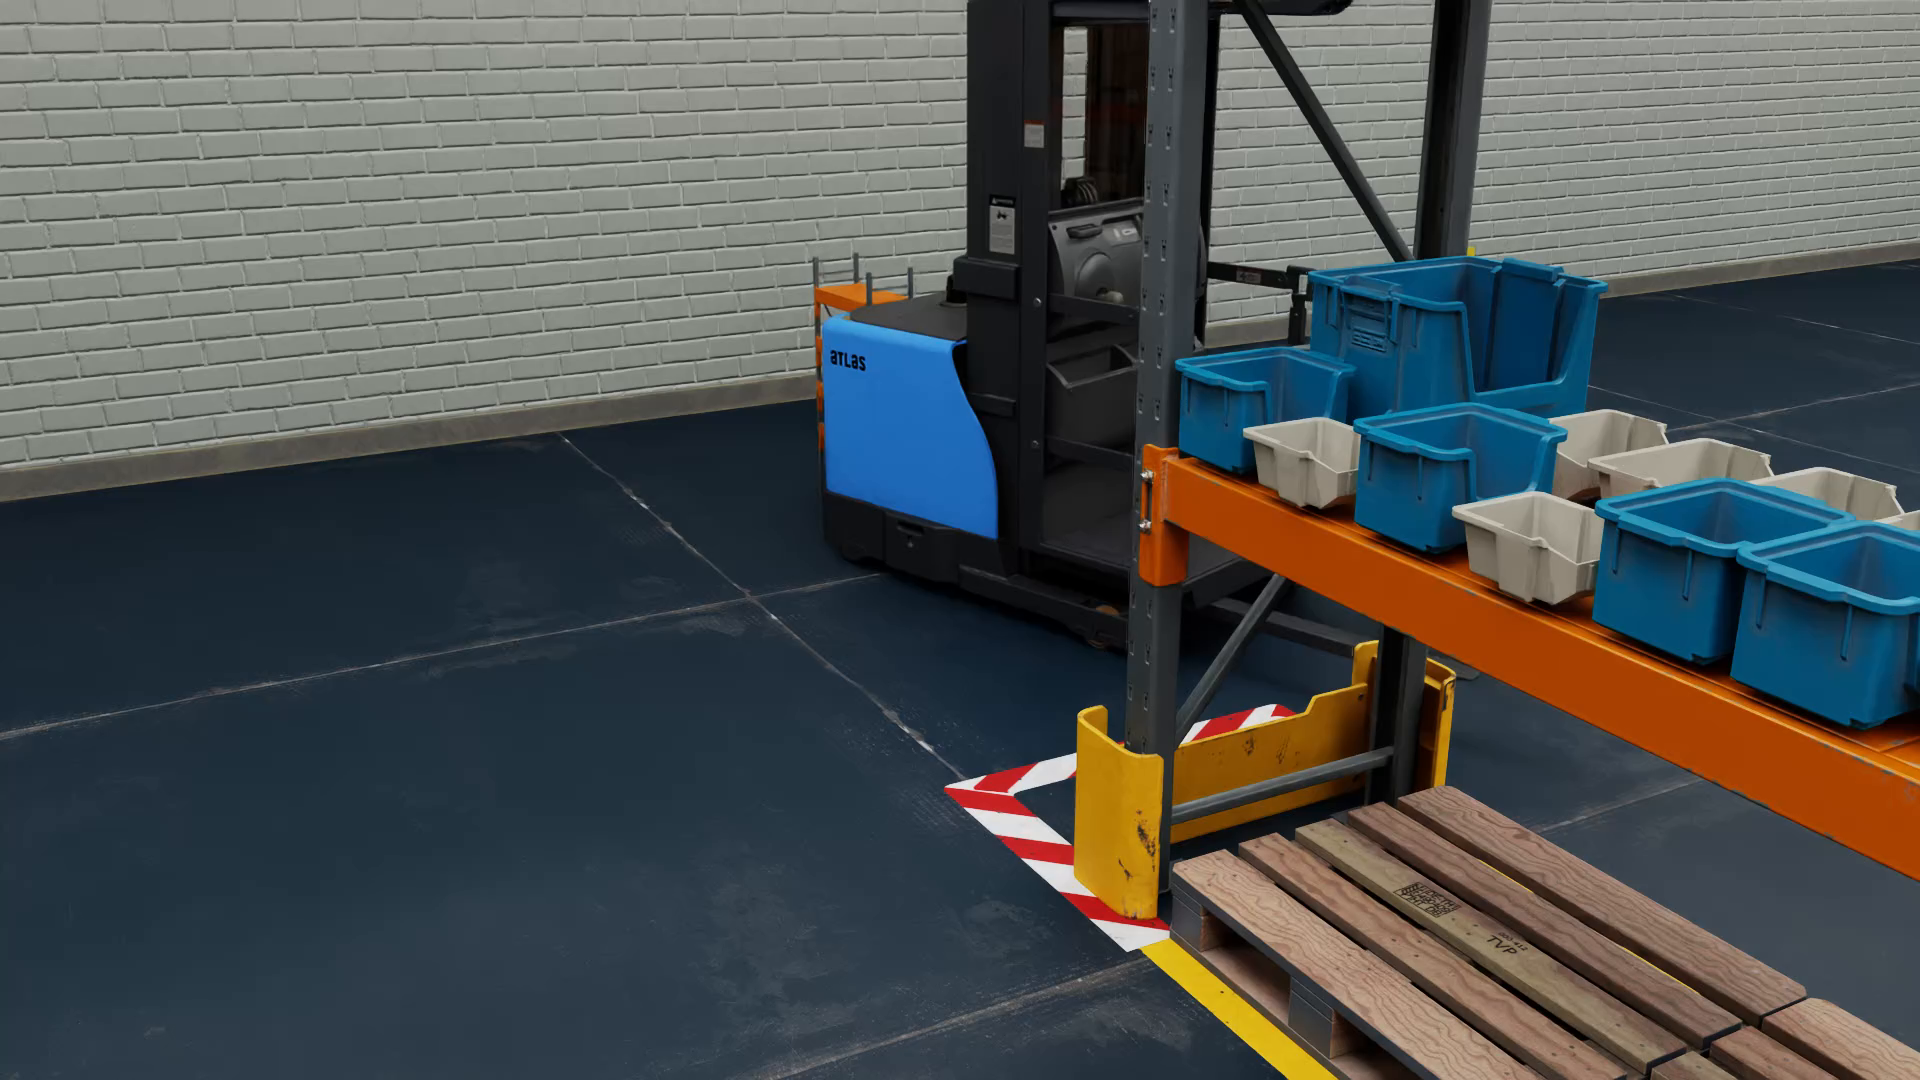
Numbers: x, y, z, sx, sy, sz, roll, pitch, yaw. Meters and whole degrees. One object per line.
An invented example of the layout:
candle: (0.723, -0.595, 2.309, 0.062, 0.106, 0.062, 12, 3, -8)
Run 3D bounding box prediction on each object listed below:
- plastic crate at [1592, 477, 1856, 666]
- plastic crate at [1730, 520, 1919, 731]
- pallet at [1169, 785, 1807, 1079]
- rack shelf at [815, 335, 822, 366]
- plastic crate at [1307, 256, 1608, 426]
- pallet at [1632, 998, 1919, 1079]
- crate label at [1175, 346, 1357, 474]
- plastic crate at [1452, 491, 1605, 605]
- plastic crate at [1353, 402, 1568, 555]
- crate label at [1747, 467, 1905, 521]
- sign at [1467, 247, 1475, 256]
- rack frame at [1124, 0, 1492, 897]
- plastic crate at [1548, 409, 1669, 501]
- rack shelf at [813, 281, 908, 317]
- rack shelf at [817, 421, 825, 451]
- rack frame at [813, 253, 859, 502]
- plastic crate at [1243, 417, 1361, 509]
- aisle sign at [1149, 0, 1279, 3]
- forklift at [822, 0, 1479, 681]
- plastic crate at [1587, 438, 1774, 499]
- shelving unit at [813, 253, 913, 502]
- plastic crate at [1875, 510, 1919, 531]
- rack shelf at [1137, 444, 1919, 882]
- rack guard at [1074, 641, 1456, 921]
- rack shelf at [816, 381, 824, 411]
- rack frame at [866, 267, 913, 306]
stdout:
plastic crate: (1.378, 0.056, 3.035, 0.416, 0.233, 0.300, -10, 21, -27)
plastic crate: (1.520, 0.142, 2.786, 0.416, 0.233, 0.300, -10, 21, -27)
pallet: (1.282, 1.066, 4.218, 1.003, 0.211, 1.213, -10, 21, -27)
rack shelf: (-0.451, -0.861, 7.807, 0.258, 0.148, 0.480, -12, 23, -32)
plastic crate: (1.248, -0.473, 4.256, 0.616, 0.435, 0.499, -10, 21, -27)
pallet: (1.858, 1.416, 3.204, 1.003, 0.211, 1.213, -10, 21, -27)
crate label: (0.753, -0.322, 4.131, 0.416, 0.233, 0.303, -10, 21, -27)
plastic crate: (1.154, 0.023, 3.278, 0.250, 0.136, 0.298, -10, 21, -27)
plastic crate: (1.065, -0.133, 3.583, 0.416, 0.233, 0.300, -10, 21, -27)
crate label: (1.750, -0.031, 3.434, 0.396, 0.136, 0.243, -10, 21, -27)
sign: (1.401, -0.662, 4.700, 0.100, 0.325, 0.005, -10, 21, -27)
rack frame: (0.925, -0.495, 4.466, 1.000, 3.000, 0.127, -10, 21, -27)
plastic crate: (1.472, -0.192, 3.902, 0.396, 0.136, 0.243, -10, 21, -27)
rack shelf: (-0.451, -1.085, 7.730, 0.258, 0.148, 0.480, -12, 23, -32)
rack shelf: (-0.451, -0.462, 7.945, 0.258, 0.148, 0.480, -12, 23, -32)
rack frame: (-0.587, -0.779, 8.050, 0.240, 1.200, 0.015, -12, 23, -32)
plastic crate: (0.832, -0.172, 3.842, 0.250, 0.136, 0.298, -10, 21, -27)
aisle sign: (0.629, -1.698, 3.969, 0.394, 0.787, 0.004, -10, 21, -27)
forklift: (0.823, -1.117, 6.374, 3.031, 2.935, 1.130, 16, 25, 39)
plastic crate: (1.597, -0.107, 3.655, 0.396, 0.136, 0.243, -10, 21, -27)
shelving unit: (-0.451, -0.713, 7.858, 0.258, 1.200, 0.503, -12, 23, -32)
plastic crate: (1.907, 0.051, 3.196, 0.298, 0.136, 0.250, -10, 21, -27)
rack shelf: (1.875, 0.420, 2.920, 1.077, 0.370, 4.000, -10, 21, -27)
rack guard: (0.902, 0.682, 4.888, 1.175, 0.500, 0.348, -10, 21, -27)
rack shelf: (-0.451, -0.649, 7.880, 0.258, 0.148, 0.480, -12, 23, -32)
rack frame: (-0.316, -0.647, 7.667, 0.240, 1.200, 0.015, -12, 23, -32)
